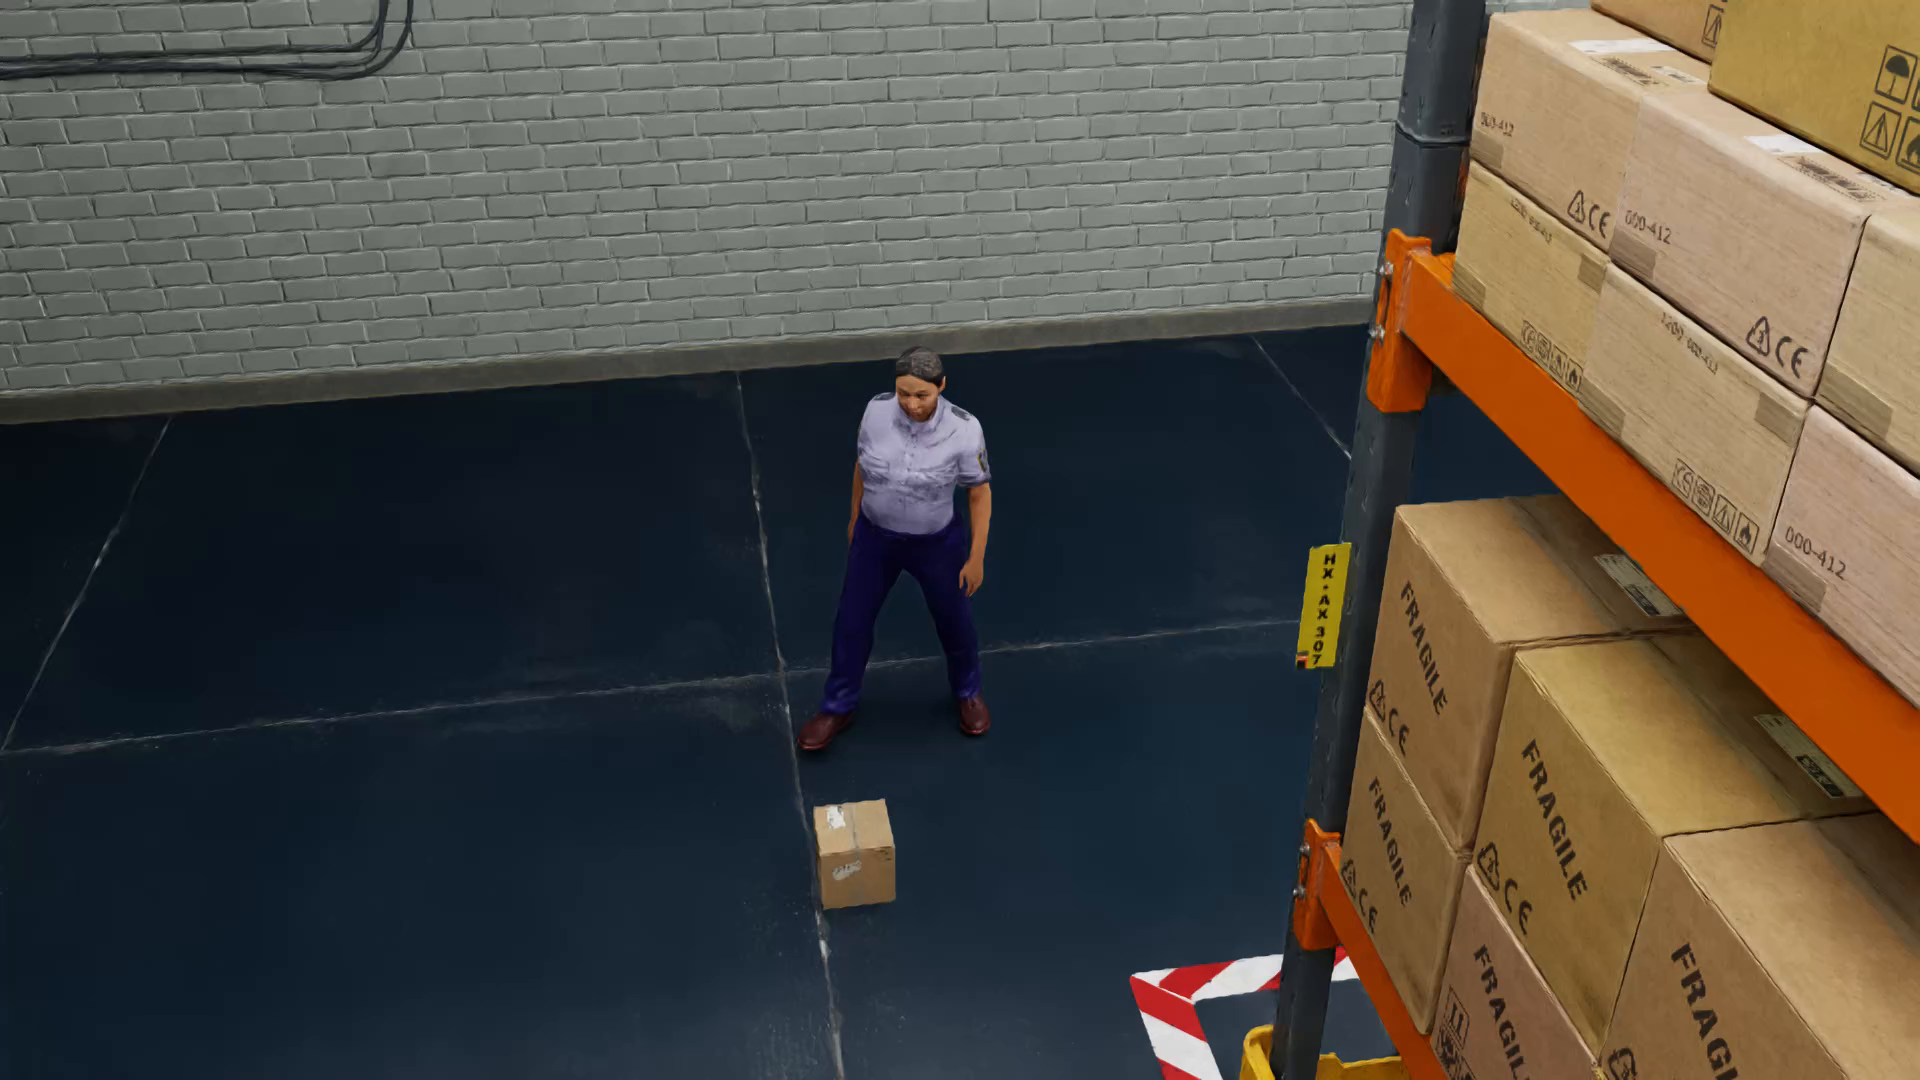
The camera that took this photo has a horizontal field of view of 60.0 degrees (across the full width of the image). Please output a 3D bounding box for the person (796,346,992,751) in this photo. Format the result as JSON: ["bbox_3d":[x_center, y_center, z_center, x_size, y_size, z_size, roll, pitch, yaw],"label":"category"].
[{"bbox_3d":[-0.230,0.042,6.076,0.677,1.607,0.610,9,32,14],"label":"person"}]
